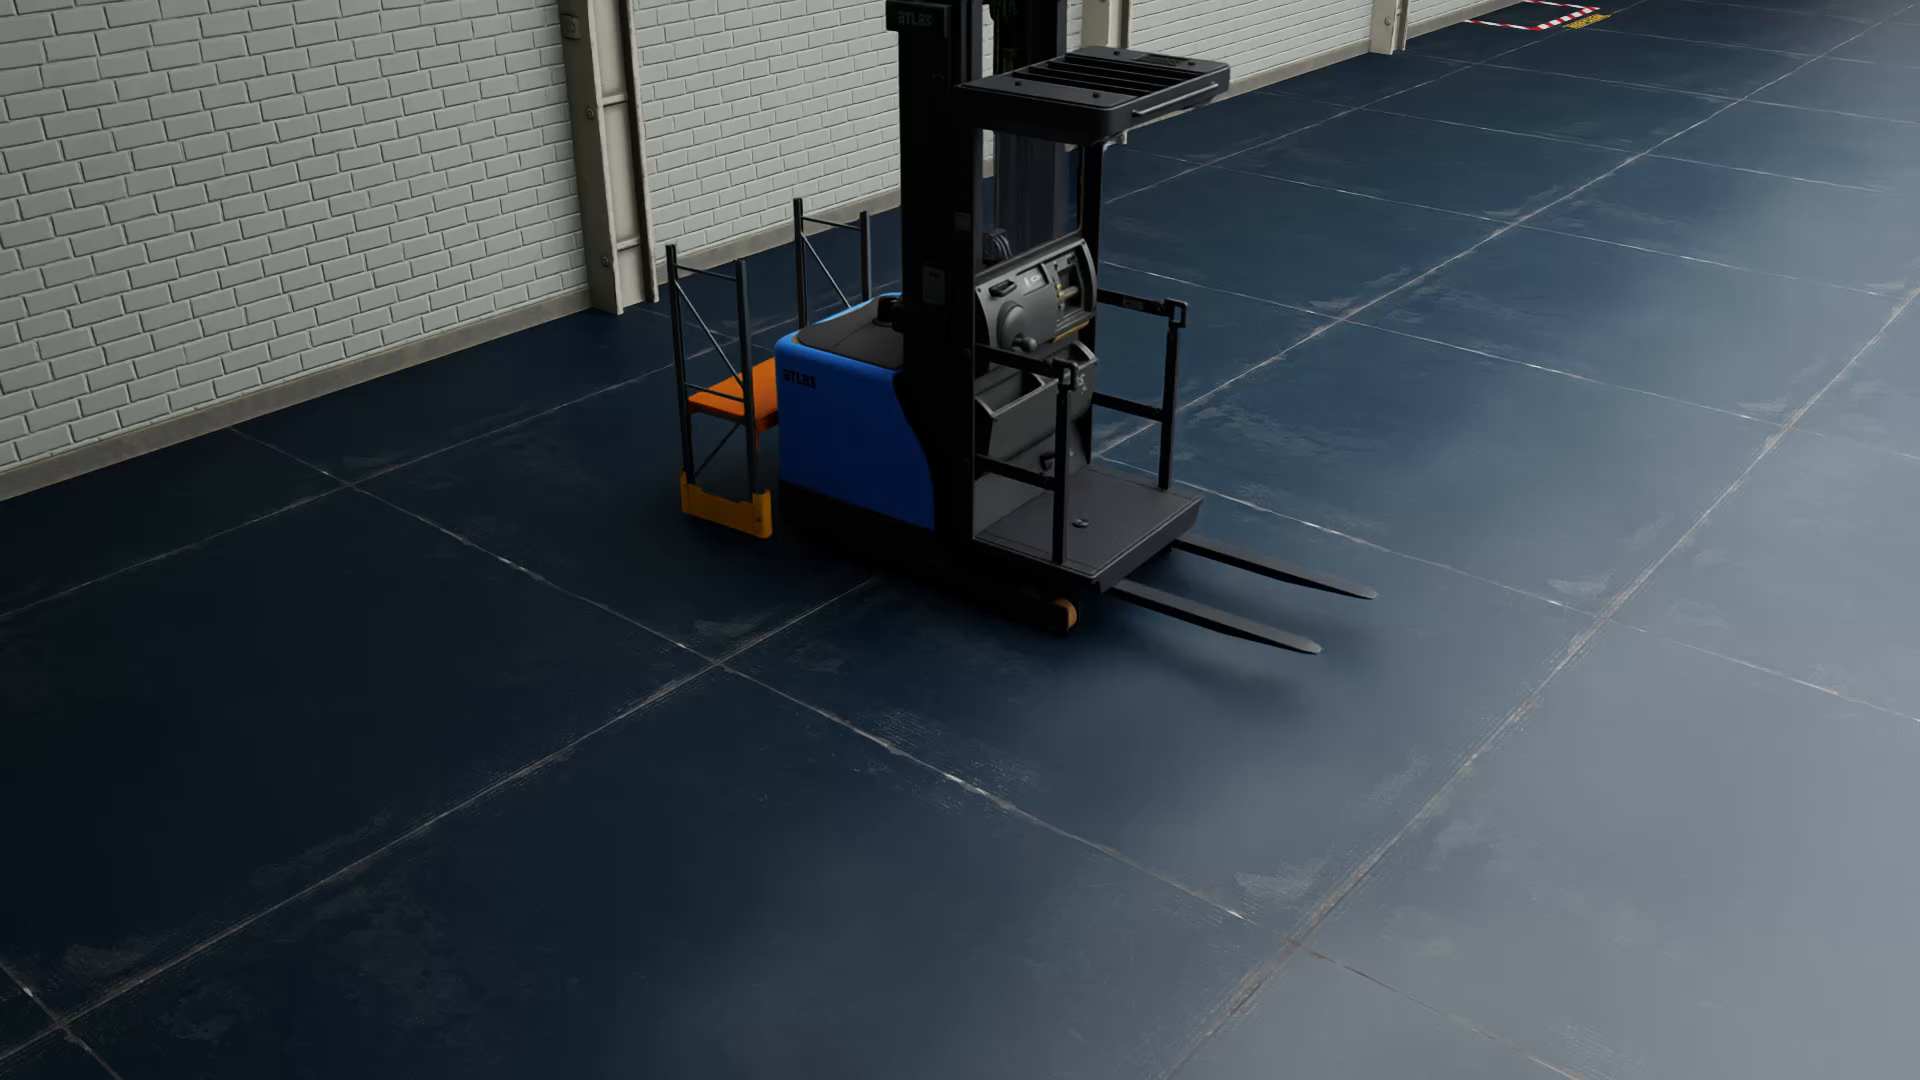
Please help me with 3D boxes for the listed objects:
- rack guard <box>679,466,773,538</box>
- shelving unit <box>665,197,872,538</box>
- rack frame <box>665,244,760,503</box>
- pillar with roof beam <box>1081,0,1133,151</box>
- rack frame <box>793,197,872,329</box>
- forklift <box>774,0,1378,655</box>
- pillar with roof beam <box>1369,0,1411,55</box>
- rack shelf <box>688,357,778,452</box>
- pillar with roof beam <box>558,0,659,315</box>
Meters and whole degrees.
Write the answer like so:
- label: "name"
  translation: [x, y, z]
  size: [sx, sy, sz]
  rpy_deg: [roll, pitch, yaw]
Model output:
- label: "rack guard"
  translation: [-1.253, -0.209, 8.881]
  size: [0.587, 0.250, 0.087]
  rpy_deg: [17, 32, 30]
- label: "shelving unit"
  translation: [-0.976, -0.954, 8.961]
  size: [0.587, 1.500, 1.083]
  rpy_deg: [17, 32, 30]
- label: "rack frame"
  translation: [-1.264, -0.756, 8.580]
  size: [0.500, 1.500, 0.032]
  rpy_deg: [17, 32, 30]
- label: "pillar with roof beam"
  translation: [4.706, -6.585, 11.684]
  size: [9.100, 9.000, 0.400]
  rpy_deg: [21, 34, 34]
- label: "rack frame"
  translation: [-0.698, -1.144, 9.330]
  size: [0.500, 1.500, 0.032]
  rpy_deg: [17, 32, 30]
- label: "forklift"
  translation: [0.538, -1.136, 7.756]
  size: [3.031, 2.935, 1.130]
  rpy_deg: [18, 33, 31]
- label: "pillar with roof beam"
  translation: [8.523, -8.712, 15.797]
  size: [9.100, 9.000, 0.400]
  rpy_deg: [21, 34, 34]
- label: "rack shelf"
  translation: [-0.981, -0.791, 9.037]
  size: [0.538, 0.185, 1.000]
  rpy_deg: [17, 32, 30]
- label: "pillar with roof beam"
  translation: [0.890, -4.457, 7.572]
  size: [9.100, 9.000, 0.400]
  rpy_deg: [21, 34, 34]
